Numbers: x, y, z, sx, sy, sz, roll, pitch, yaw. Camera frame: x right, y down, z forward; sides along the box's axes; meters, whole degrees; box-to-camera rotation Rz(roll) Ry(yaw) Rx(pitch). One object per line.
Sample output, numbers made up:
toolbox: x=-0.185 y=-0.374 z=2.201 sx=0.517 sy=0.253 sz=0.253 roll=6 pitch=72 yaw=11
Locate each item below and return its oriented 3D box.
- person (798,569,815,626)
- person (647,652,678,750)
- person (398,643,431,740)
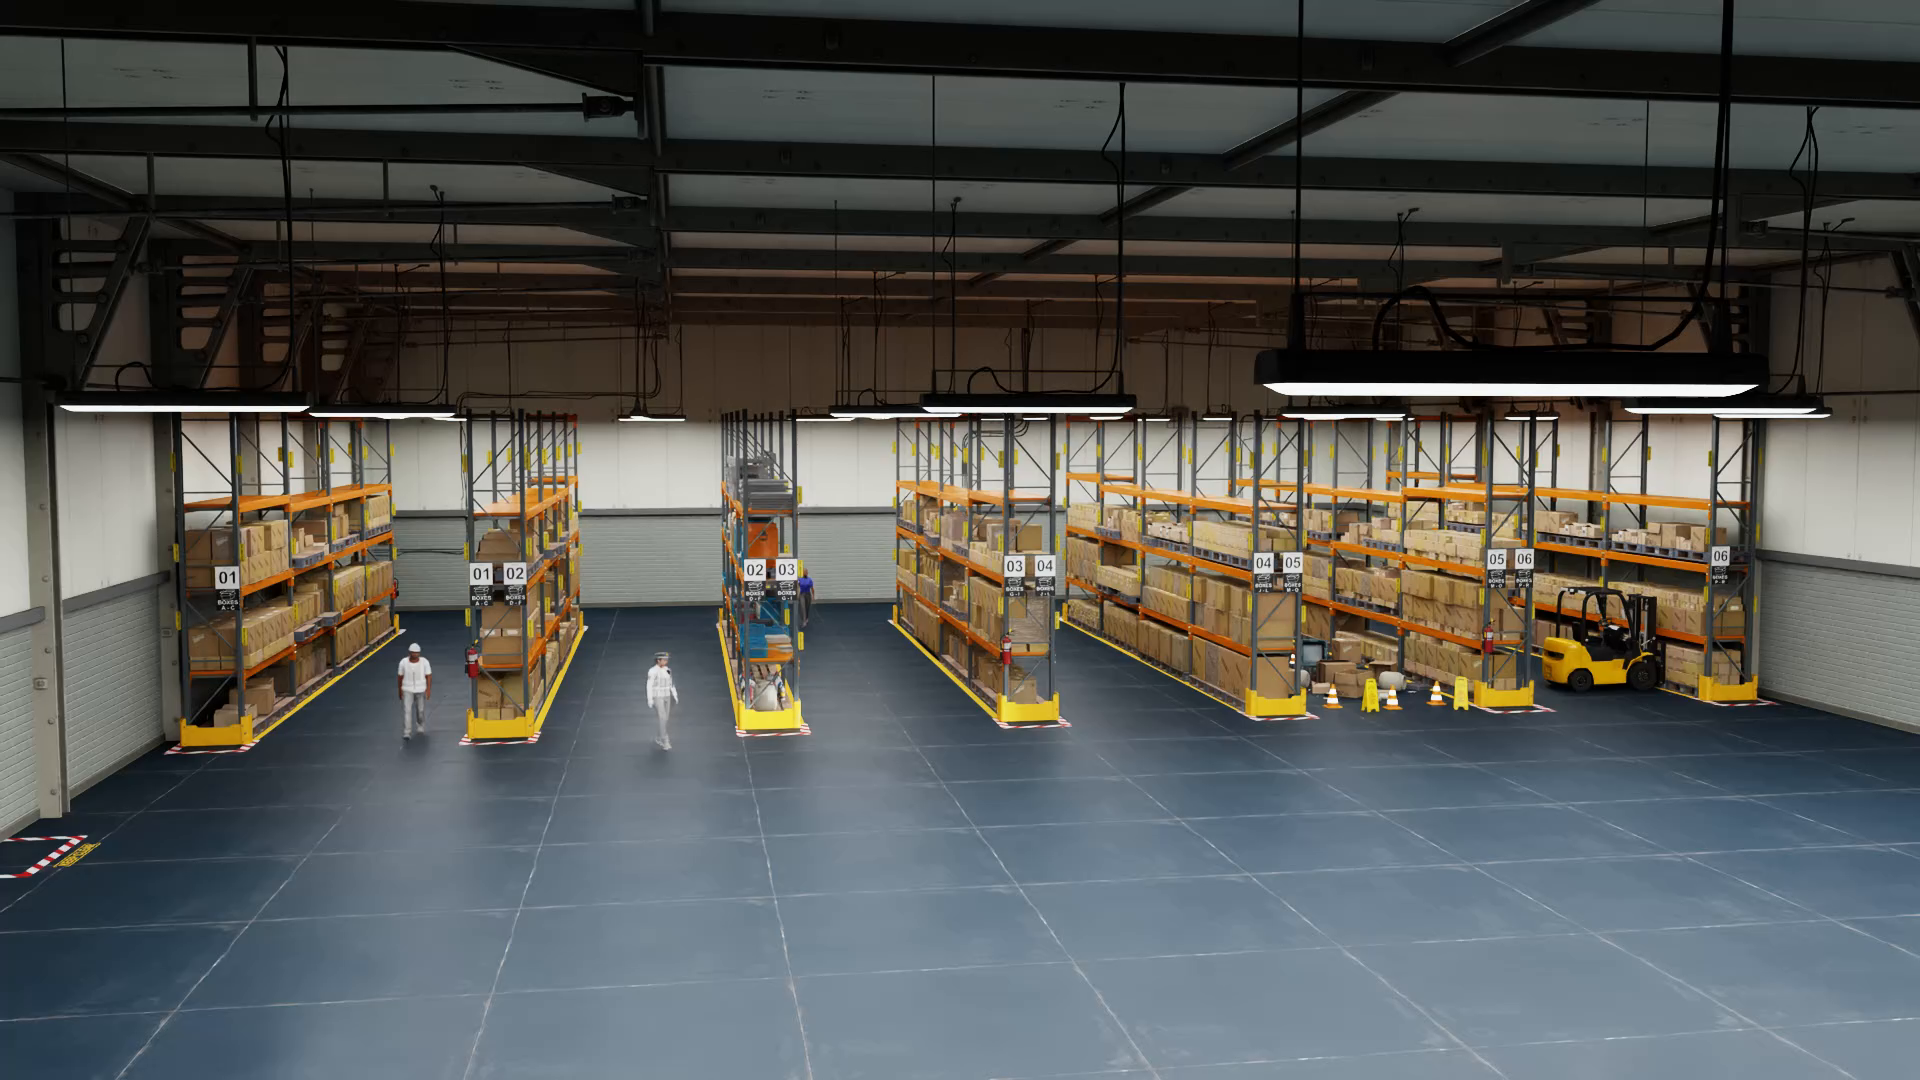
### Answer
person: x=-4.389 y=1.615 z=47.213 sx=0.496 sy=1.594 sz=1.012 roll=-1 pitch=4 yaw=-12
person: x=-5.234 y=2.850 z=29.537 sx=0.617 sy=1.700 sz=0.511 roll=3 pitch=5 yaw=38
person: x=-9.967 y=2.747 z=30.413 sx=0.573 sy=1.743 sz=0.935 roll=-2 pitch=4 yaw=-25
